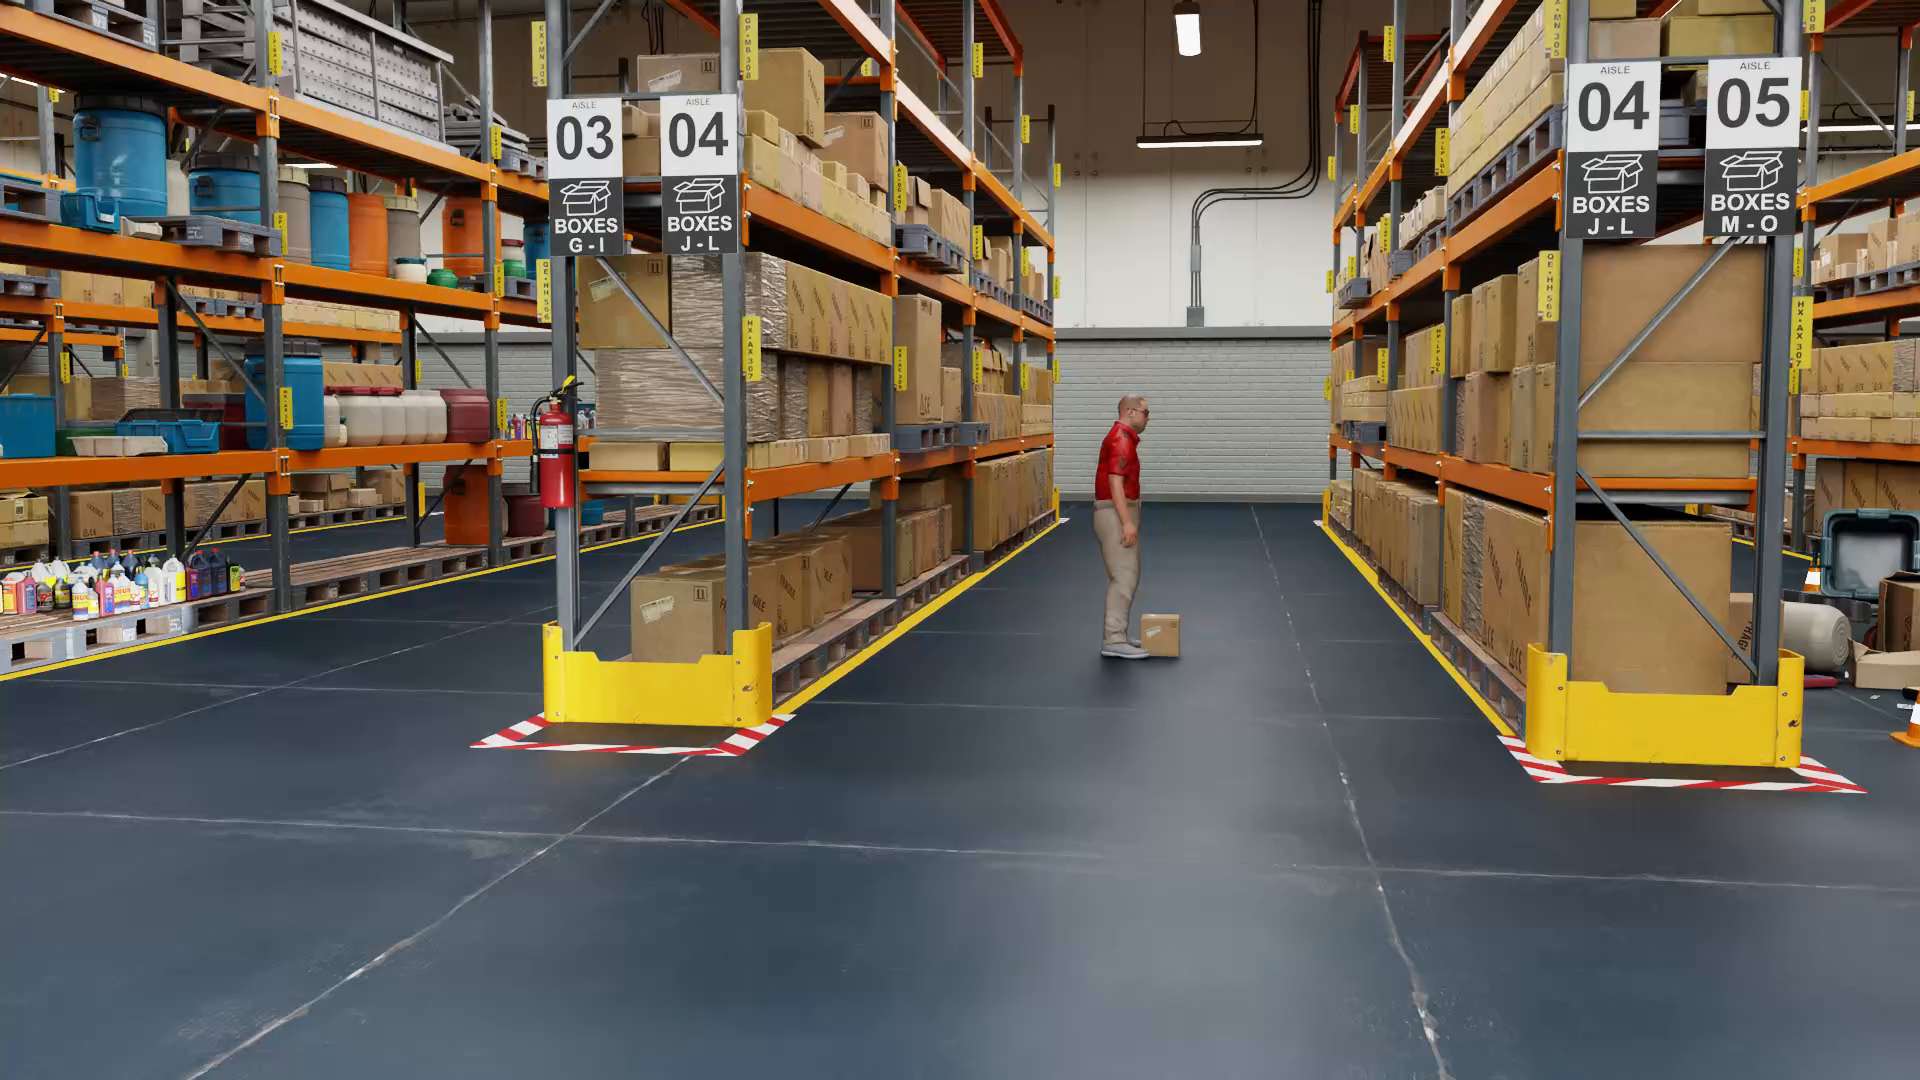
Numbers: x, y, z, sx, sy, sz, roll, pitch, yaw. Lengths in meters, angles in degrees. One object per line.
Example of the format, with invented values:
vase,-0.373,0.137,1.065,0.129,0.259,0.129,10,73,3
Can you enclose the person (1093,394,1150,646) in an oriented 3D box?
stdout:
person,1.076,-0.141,11.084,0.372,1.657,0.593,0,4,5
